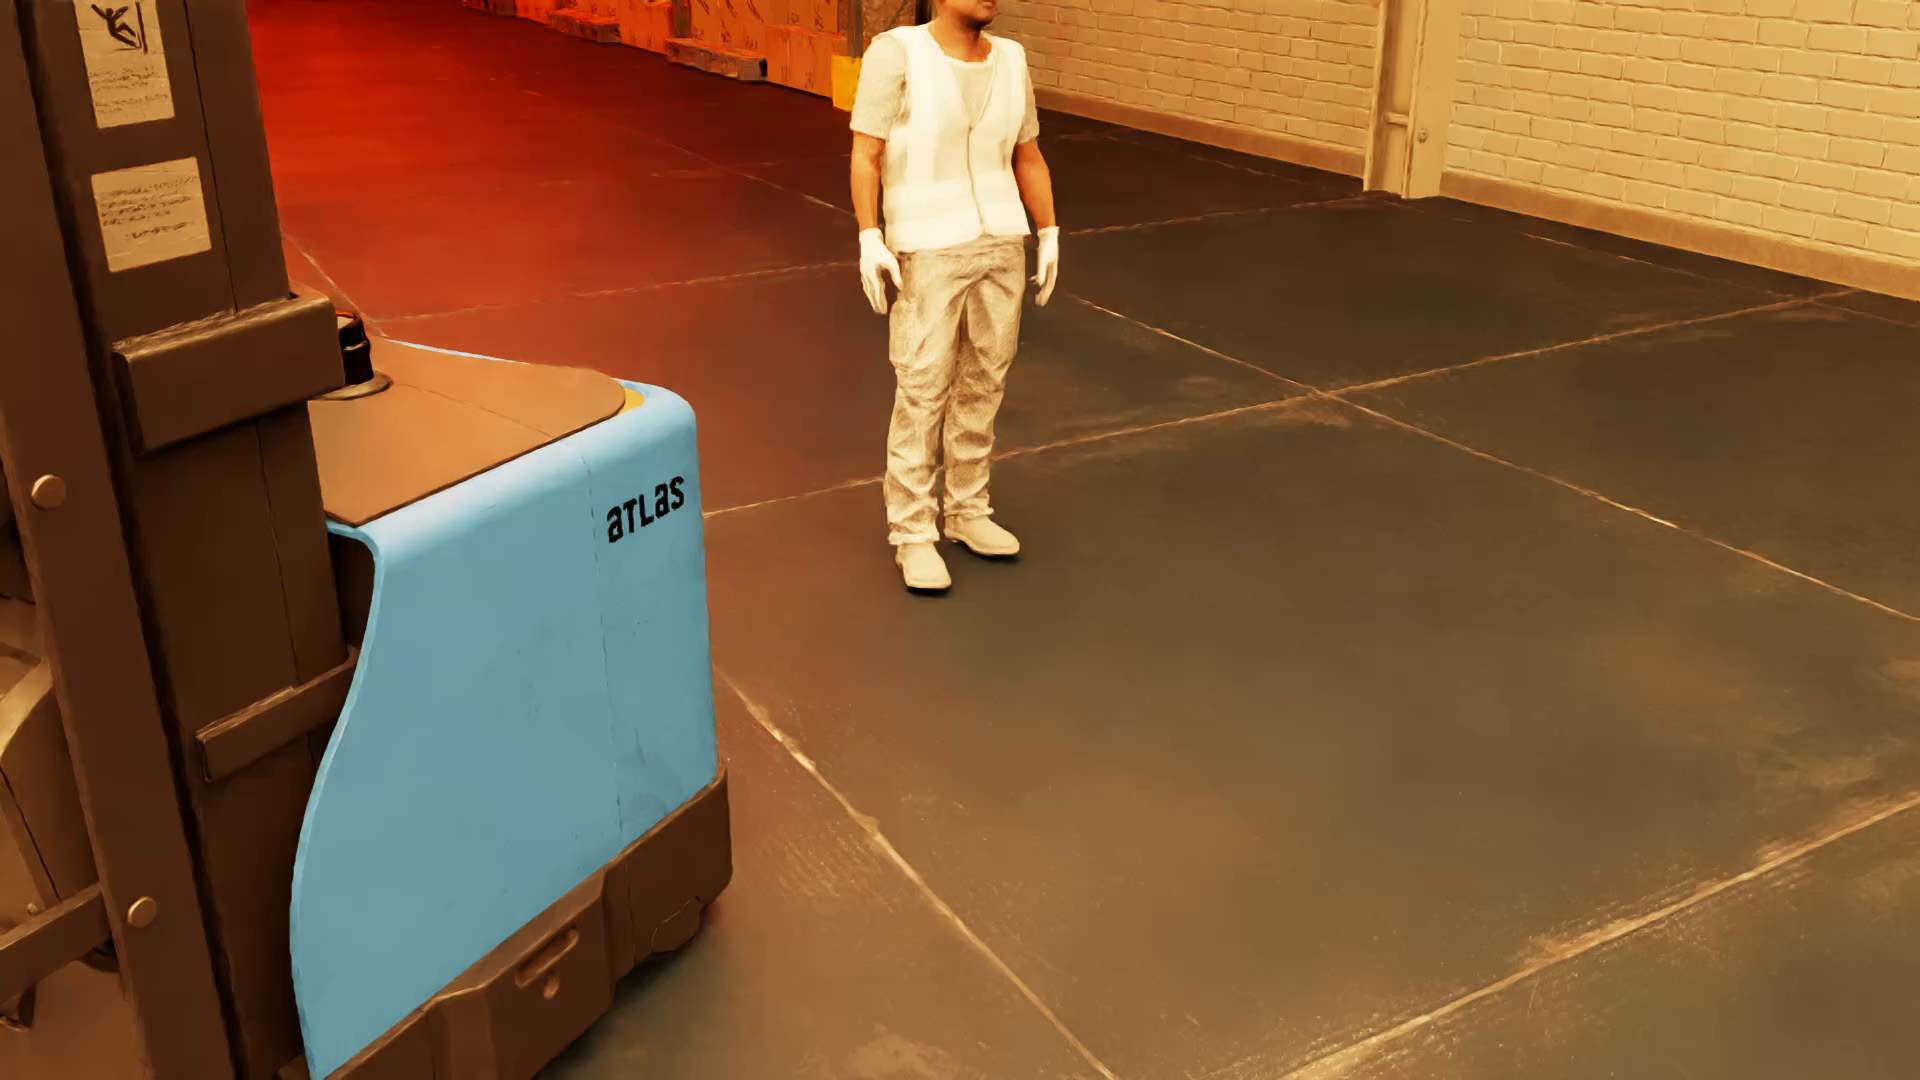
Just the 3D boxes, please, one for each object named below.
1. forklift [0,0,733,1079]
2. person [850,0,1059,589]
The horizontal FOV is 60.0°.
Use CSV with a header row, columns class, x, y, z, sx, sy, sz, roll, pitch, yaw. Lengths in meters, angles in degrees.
class,x,y,z,sx,sy,sz,roll,pitch,yaw
forklift,-1.591,-0.222,1.815,1.130,2.935,3.031,11,25,26
person,0.029,-0.752,4.754,0.655,1.665,0.576,-12,25,-28
